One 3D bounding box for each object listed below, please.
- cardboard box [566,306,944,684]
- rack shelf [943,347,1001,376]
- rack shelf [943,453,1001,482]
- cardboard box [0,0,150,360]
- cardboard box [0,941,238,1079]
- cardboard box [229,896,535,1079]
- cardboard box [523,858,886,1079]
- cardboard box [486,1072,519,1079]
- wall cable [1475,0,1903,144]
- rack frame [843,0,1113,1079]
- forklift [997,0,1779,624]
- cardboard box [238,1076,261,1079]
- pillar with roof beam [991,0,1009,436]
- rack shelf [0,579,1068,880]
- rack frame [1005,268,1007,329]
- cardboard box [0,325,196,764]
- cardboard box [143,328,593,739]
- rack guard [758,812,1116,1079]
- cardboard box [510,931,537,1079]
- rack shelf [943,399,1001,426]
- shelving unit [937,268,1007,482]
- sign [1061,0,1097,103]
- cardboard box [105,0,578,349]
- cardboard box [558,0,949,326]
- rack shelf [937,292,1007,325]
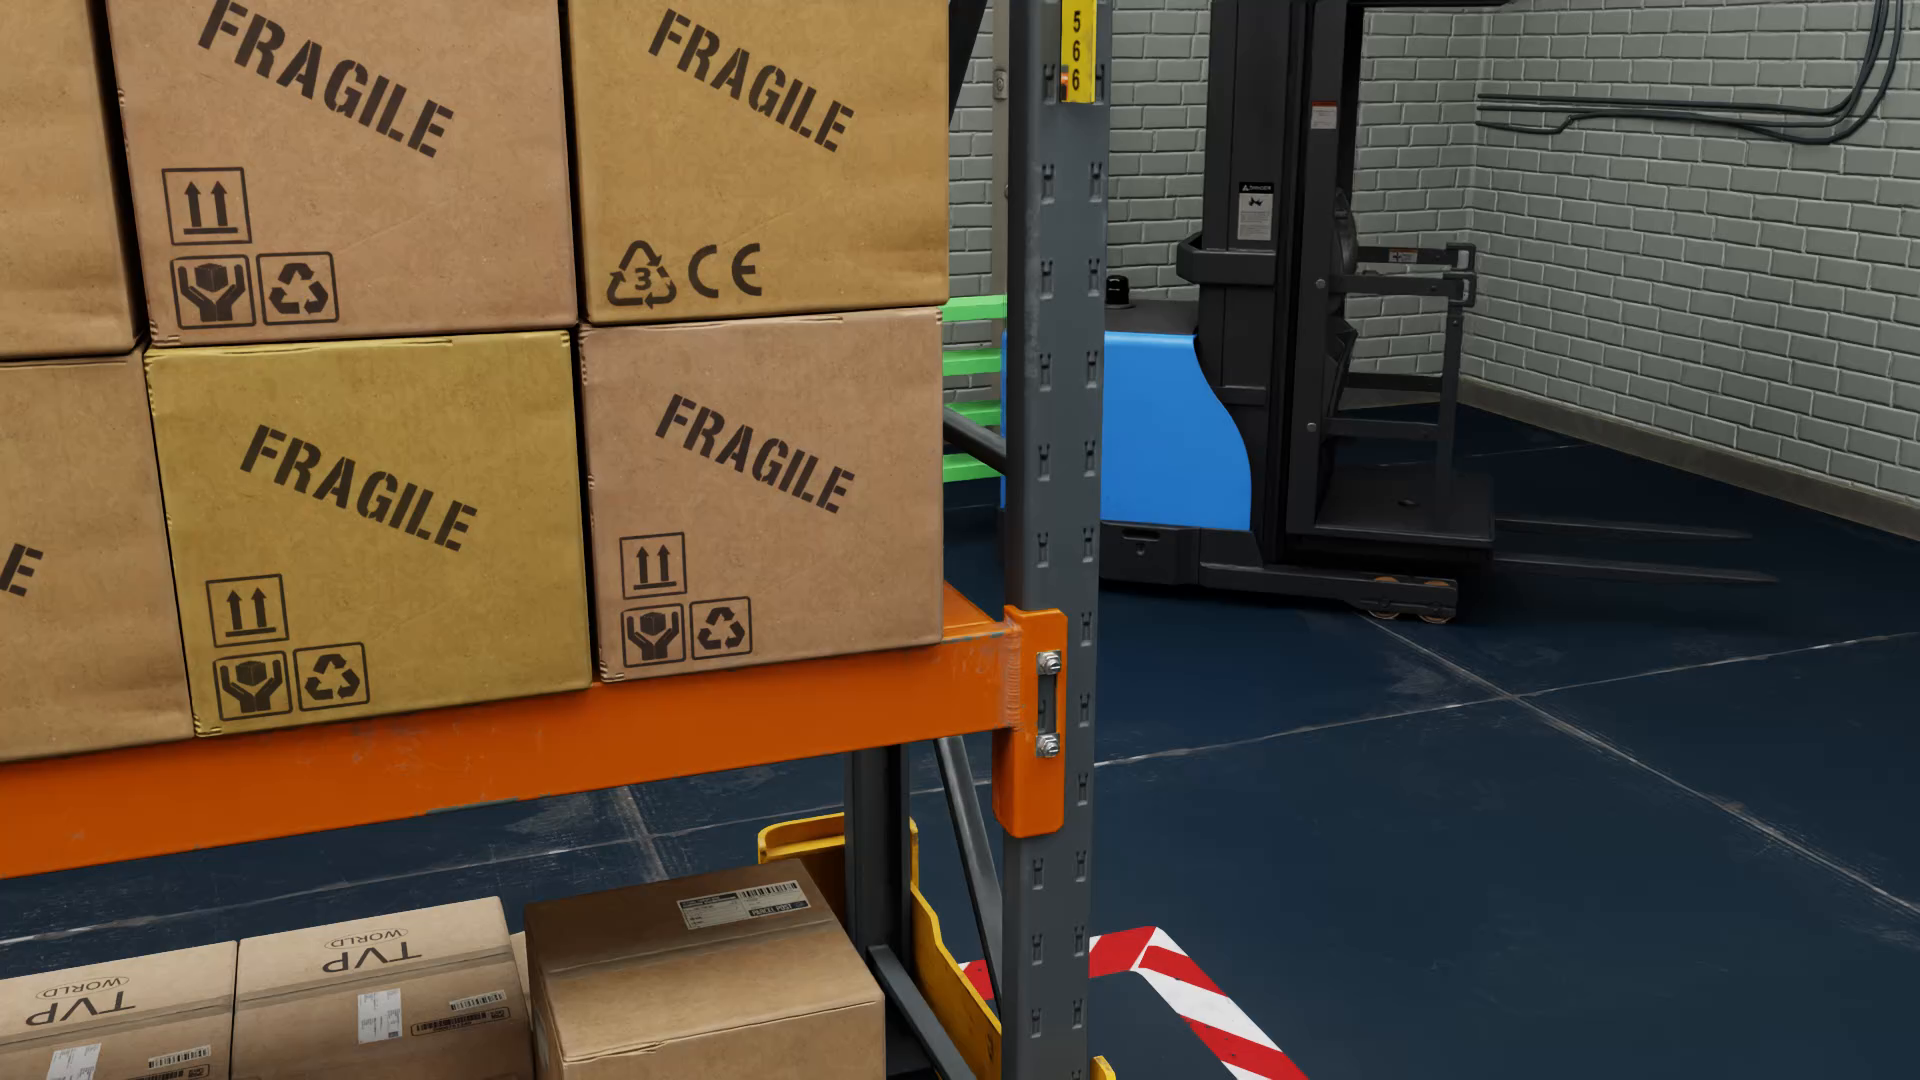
[{"bbox_3d":[-0.340,-0.127,2.531,0.500,0.500,0.500,-6,17,-18],"label":"cardboard box"},{"bbox_3d":[0.037,-0.768,7.458,0.480,0.148,0.258,-7,18,-23],"label":"rack shelf"},{"bbox_3d":[0.037,-0.307,7.593,0.480,0.148,0.258,-7,18,-23],"label":"rack shelf"},{"bbox_3d":[-1.291,-0.502,2.032,0.500,0.500,0.500,-6,17,-19],"label":"cardboard box"},{"bbox_3d":[-1.562,0.993,2.992,0.500,0.250,0.500,-6,17,-20],"label":"cardboard box"},{"bbox_3d":[-1.096,0.943,3.164,0.500,0.250,0.500,-6,17,-20],"label":"cardboard box"},{"bbox_3d":[-0.439,0.912,2.825,0.500,0.500,0.500,-6,17,-20],"label":"cardboard box"},{"bbox_3d":[-0.849,1.089,2.814,0.250,0.166,0.380,-6,17,-20],"label":"cardboard box"},{"bbox_3d":[3.614,-3.364,8.593,0.112,2.526,3.097,-6,17,-20],"label":"wall cable"},{"bbox_3d":[-0.019,-0.196,2.943,0.127,3.000,1.000,-6,17,-20],"label":"rack frame"},{"bbox_3d":[1.730,-1.246,6.640,3.031,2.935,1.130,5,17,16],"label":"forklift"},{"bbox_3d":[-1.337,1.120,2.561,0.500,0.250,0.500,-6,17,-20],"label":"cardboard box"},{"bbox_3d":[1.957,-3.745,4.379,0.400,9.000,9.100,-6,17,-20],"label":"pillar with roof beam"},{"bbox_3d":[-1.887,0.351,2.357,4.000,0.370,1.077,-6,17,-20],"label":"rack shelf"},{"bbox_3d":[0.260,-0.626,7.601,0.015,1.200,0.240,-7,18,-23],"label":"rack frame"},{"bbox_3d":[-1.291,-0.025,2.183,0.500,0.500,0.500,-6,17,-20],"label":"cardboard box"},{"bbox_3d":[-0.823,-0.074,2.350,0.500,0.500,0.500,-6,17,-20],"label":"cardboard box"},{"bbox_3d":[-0.090,1.011,3.269,0.348,0.500,1.175,-6,17,-20],"label":"rack guard"},{"bbox_3d":[-0.767,0.929,3.358,0.250,0.166,0.380,-6,17,-20],"label":"cardboard box"},{"bbox_3d":[0.037,-0.537,7.526,0.480,0.148,0.258,-7,18,-23],"label":"rack shelf"},{"bbox_3d":[0.037,-0.599,7.508,0.503,1.200,0.258,-7,18,-23],"label":"shelving unit"},{"bbox_3d":[0.160,-0.755,2.231,0.005,0.325,0.100,-6,17,-20],"label":"sign"},{"bbox_3d":[-0.808,-0.556,2.214,0.500,0.500,0.500,-6,17,-19],"label":"cardboard box"},{"bbox_3d":[-0.337,-0.607,2.388,0.500,0.500,0.500,-6,18,-21],"label":"cardboard box"},{"bbox_3d":[0.037,-0.998,7.390,0.480,0.148,0.258,-7,18,-23],"label":"rack shelf"}]
